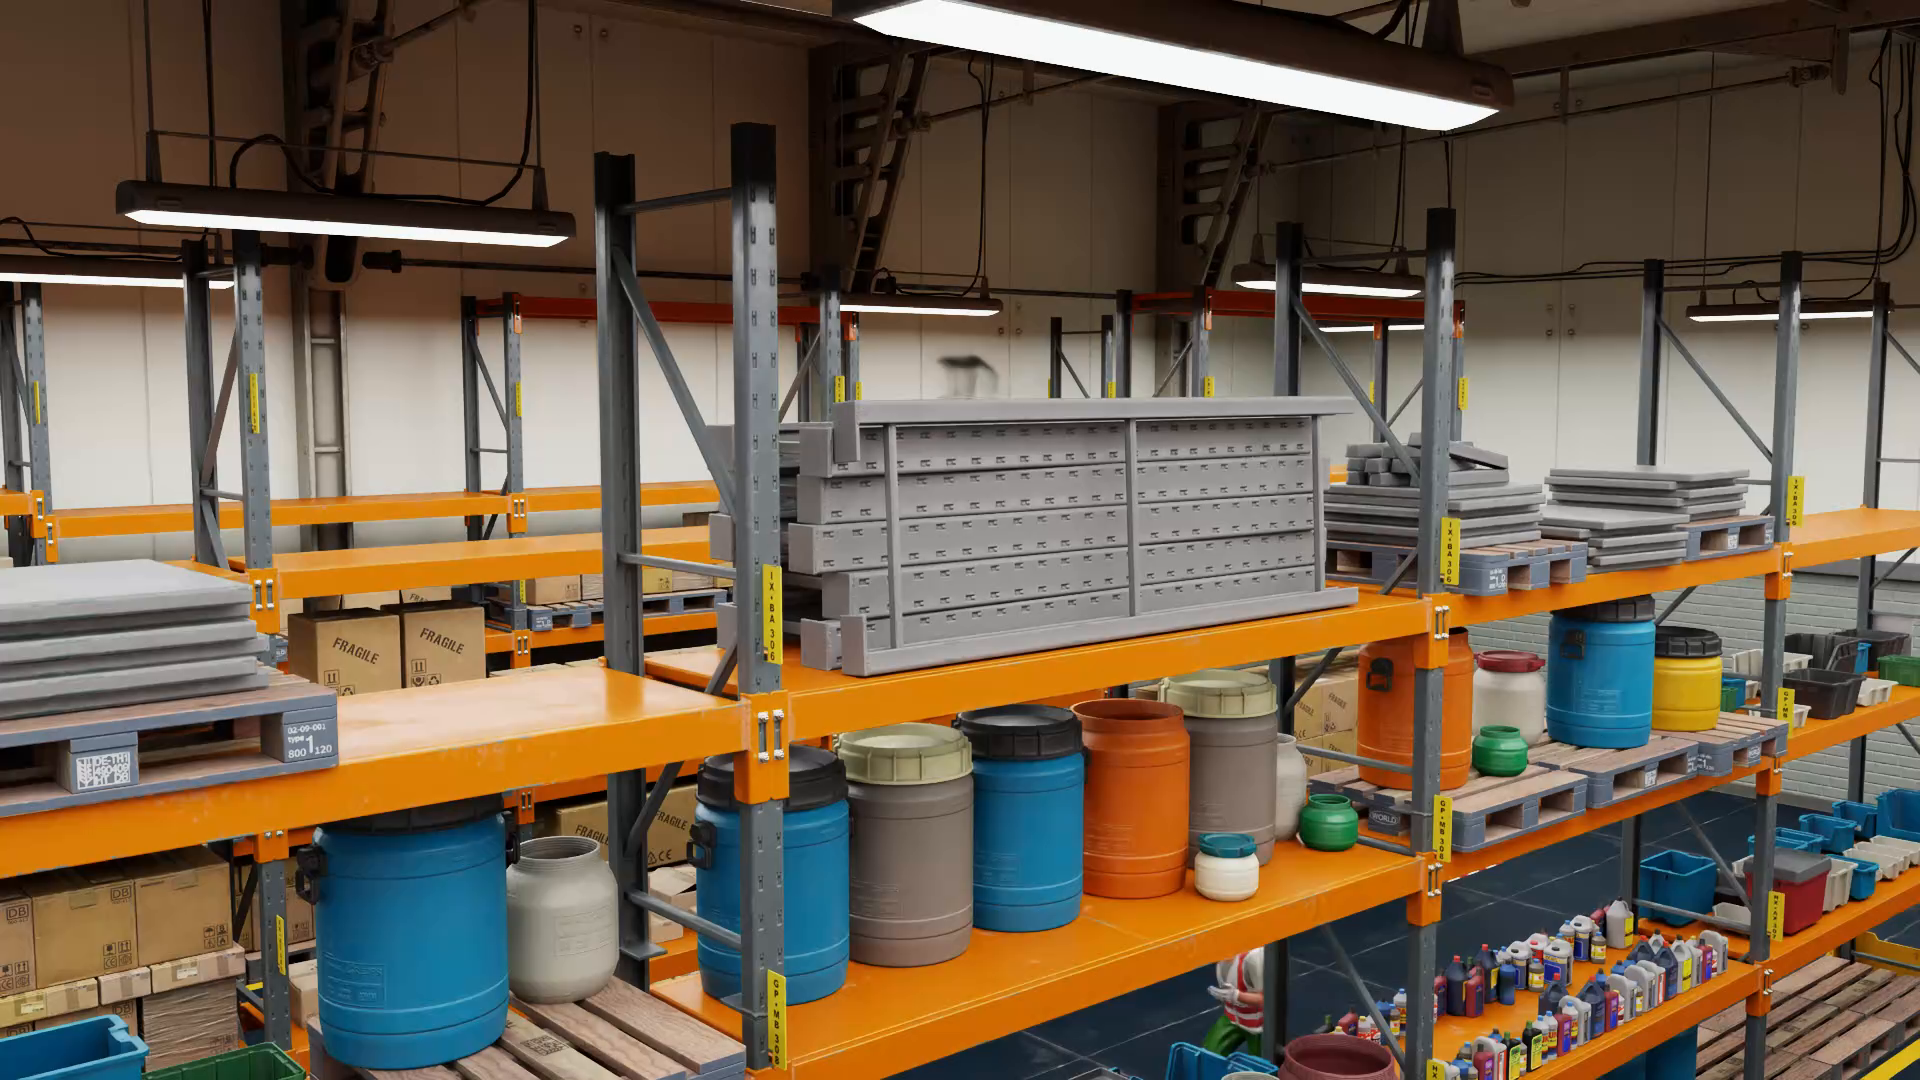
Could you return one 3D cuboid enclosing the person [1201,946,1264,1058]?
[{"bbox_3d":[1.884,3.240,11.130,0.833,1.700,0.643,-4,7,-39],"label":"person"}]
